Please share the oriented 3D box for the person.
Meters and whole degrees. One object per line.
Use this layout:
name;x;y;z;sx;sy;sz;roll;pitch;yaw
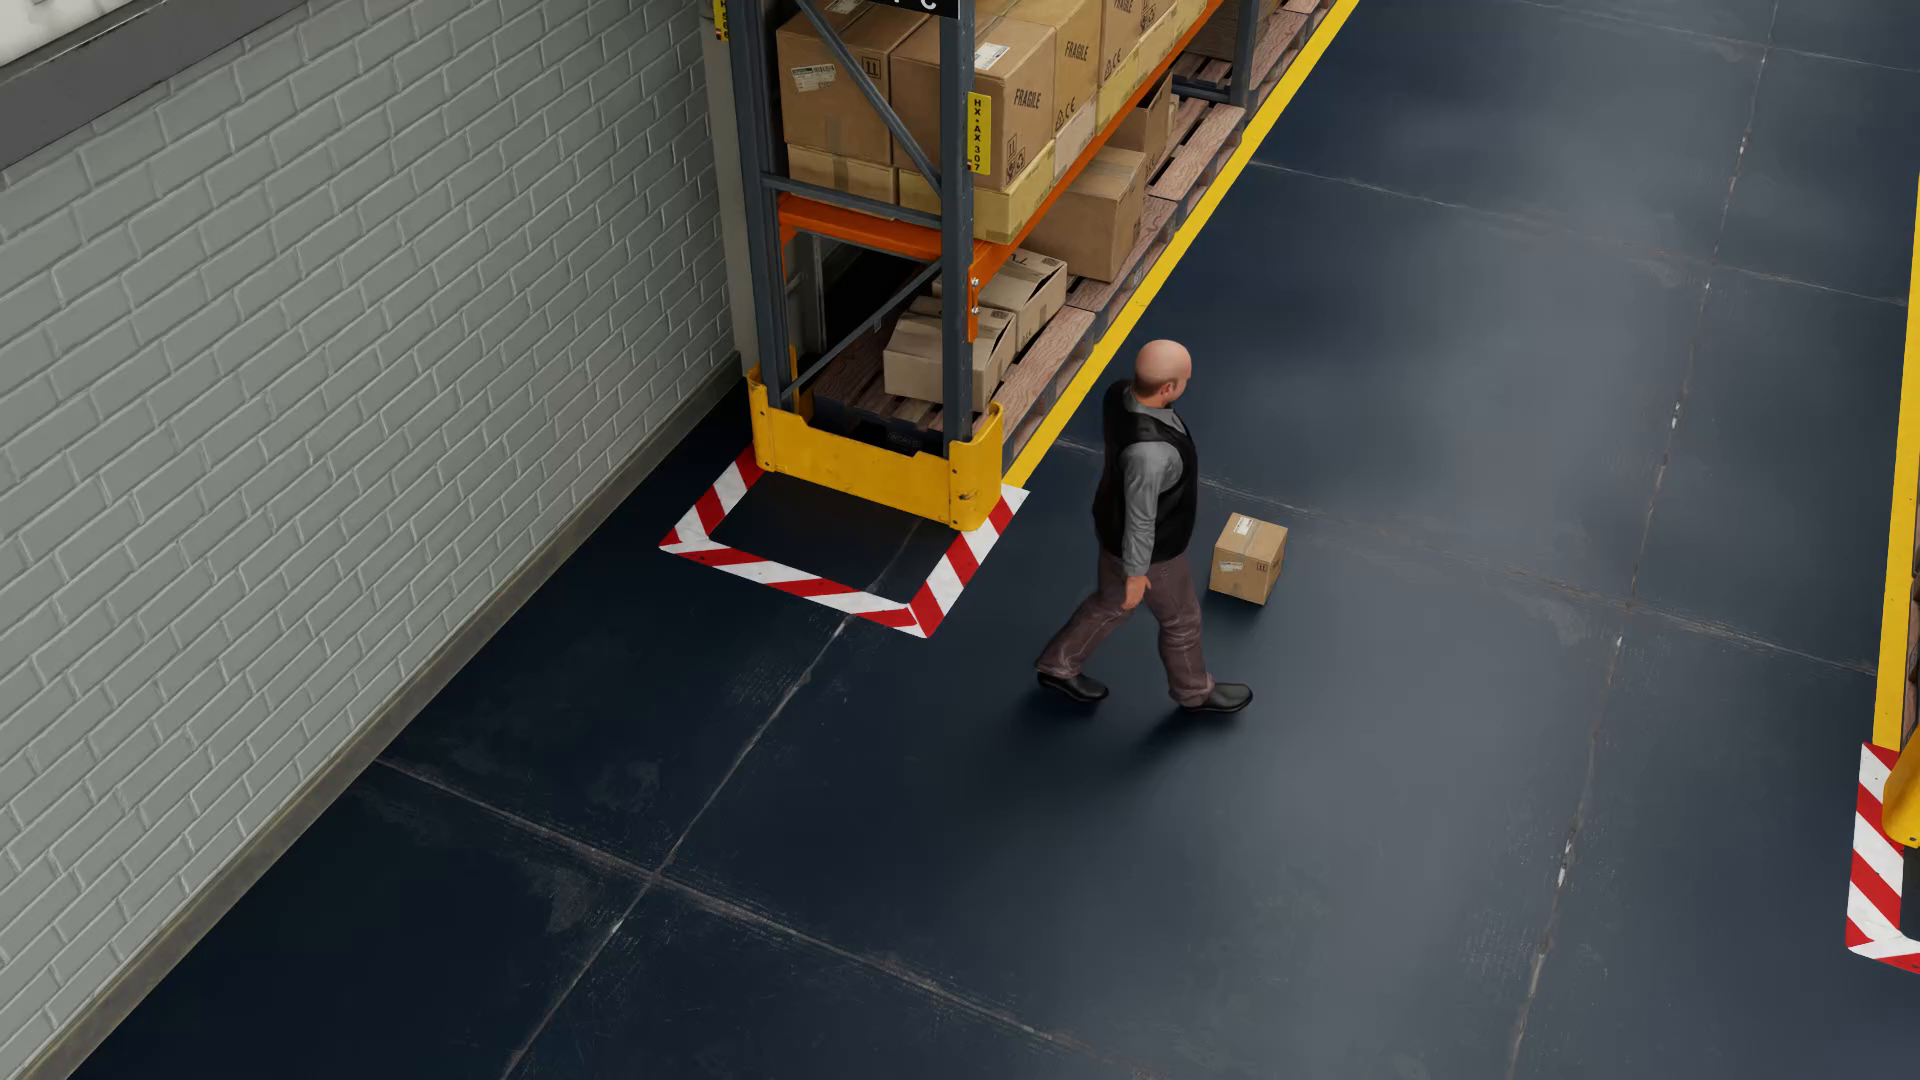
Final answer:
person;0.729;-0.033;6.220;0.855;1.694;0.573;-5;42;-6
